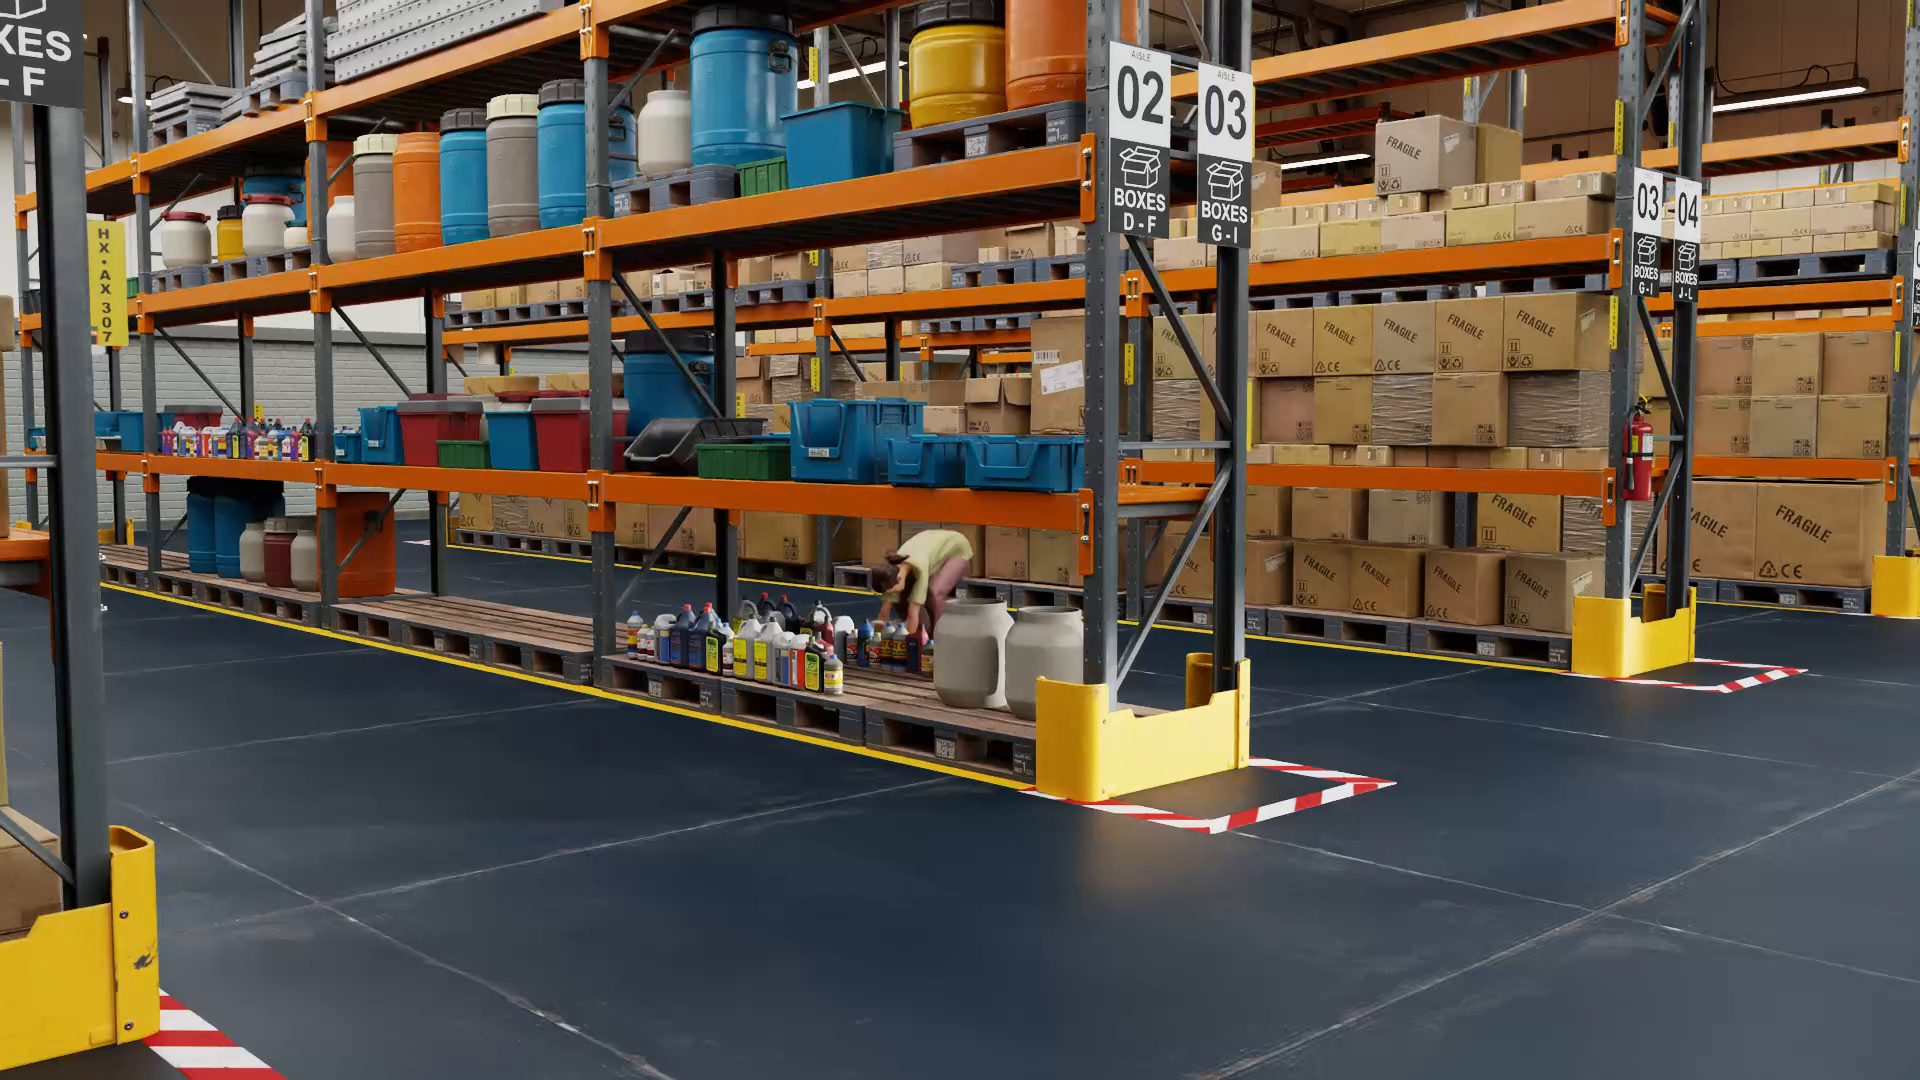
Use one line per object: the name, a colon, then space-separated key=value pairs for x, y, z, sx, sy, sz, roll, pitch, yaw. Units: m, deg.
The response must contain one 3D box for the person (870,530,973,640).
person: x=-0.278 y=0.381 z=11.240 sx=0.460 sy=0.879 sz=0.849 roll=4 pitch=6 yaw=43
